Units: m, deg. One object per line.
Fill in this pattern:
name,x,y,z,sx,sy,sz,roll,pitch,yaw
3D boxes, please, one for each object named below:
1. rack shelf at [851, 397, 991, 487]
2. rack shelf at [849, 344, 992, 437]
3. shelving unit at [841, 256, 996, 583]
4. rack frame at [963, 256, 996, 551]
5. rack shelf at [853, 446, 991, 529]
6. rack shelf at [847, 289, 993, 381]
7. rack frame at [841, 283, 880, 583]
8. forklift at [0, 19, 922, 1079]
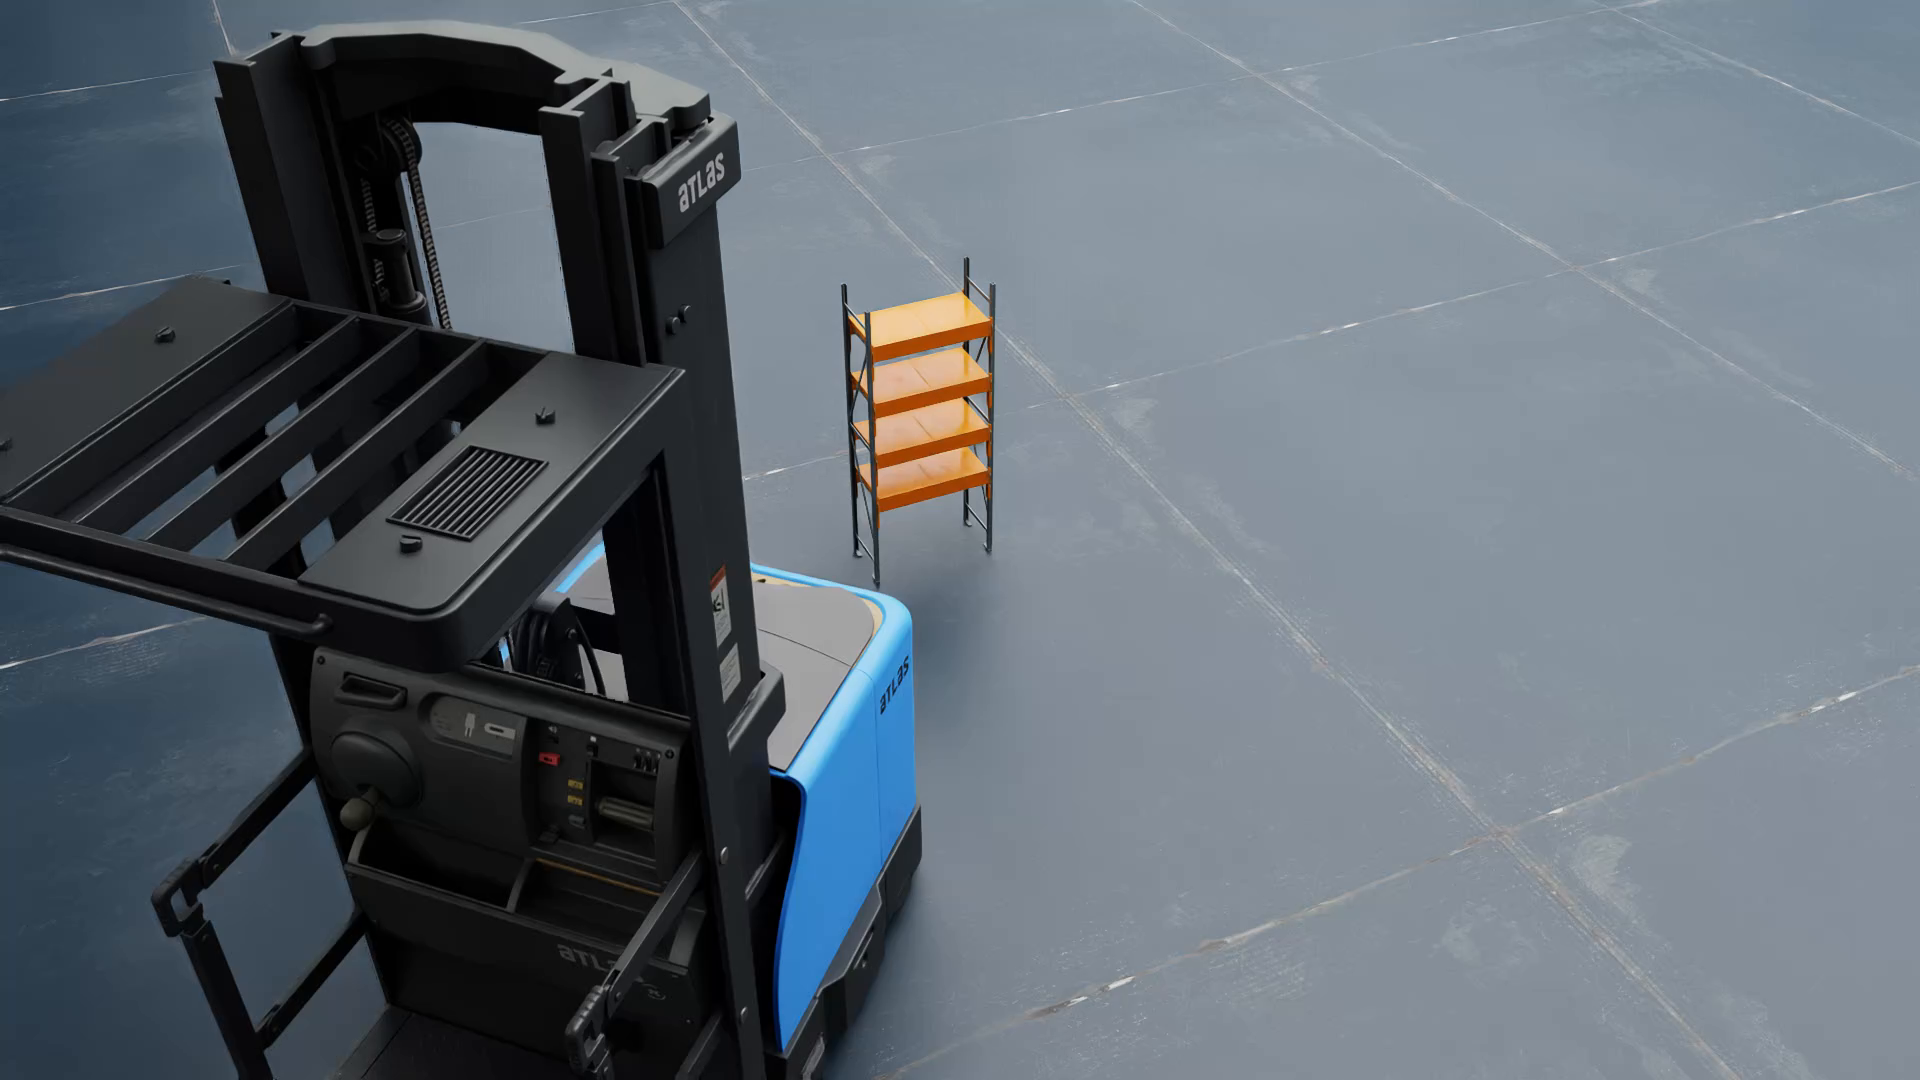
rack shelf,-0.150,-0.386,6.376,0.480,0.148,0.258,-16,39,-20
rack shelf,-0.150,-0.566,6.243,0.480,0.148,0.258,-16,39,-20
shelving unit,-0.150,-0.440,6.336,0.503,1.200,0.258,-16,39,-20
rack frame,0.071,-0.502,6.419,0.015,1.200,0.240,-16,39,-20
rack shelf,-0.150,-0.226,6.494,0.480,0.148,0.258,-16,39,-20
rack shelf,-0.150,-0.756,6.102,0.480,0.148,0.258,-16,39,-20
rack frame,-0.371,-0.378,6.253,0.015,1.200,0.240,-16,39,-20
forklift,-1.105,0.578,3.510,1.130,2.935,3.031,12,38,16
